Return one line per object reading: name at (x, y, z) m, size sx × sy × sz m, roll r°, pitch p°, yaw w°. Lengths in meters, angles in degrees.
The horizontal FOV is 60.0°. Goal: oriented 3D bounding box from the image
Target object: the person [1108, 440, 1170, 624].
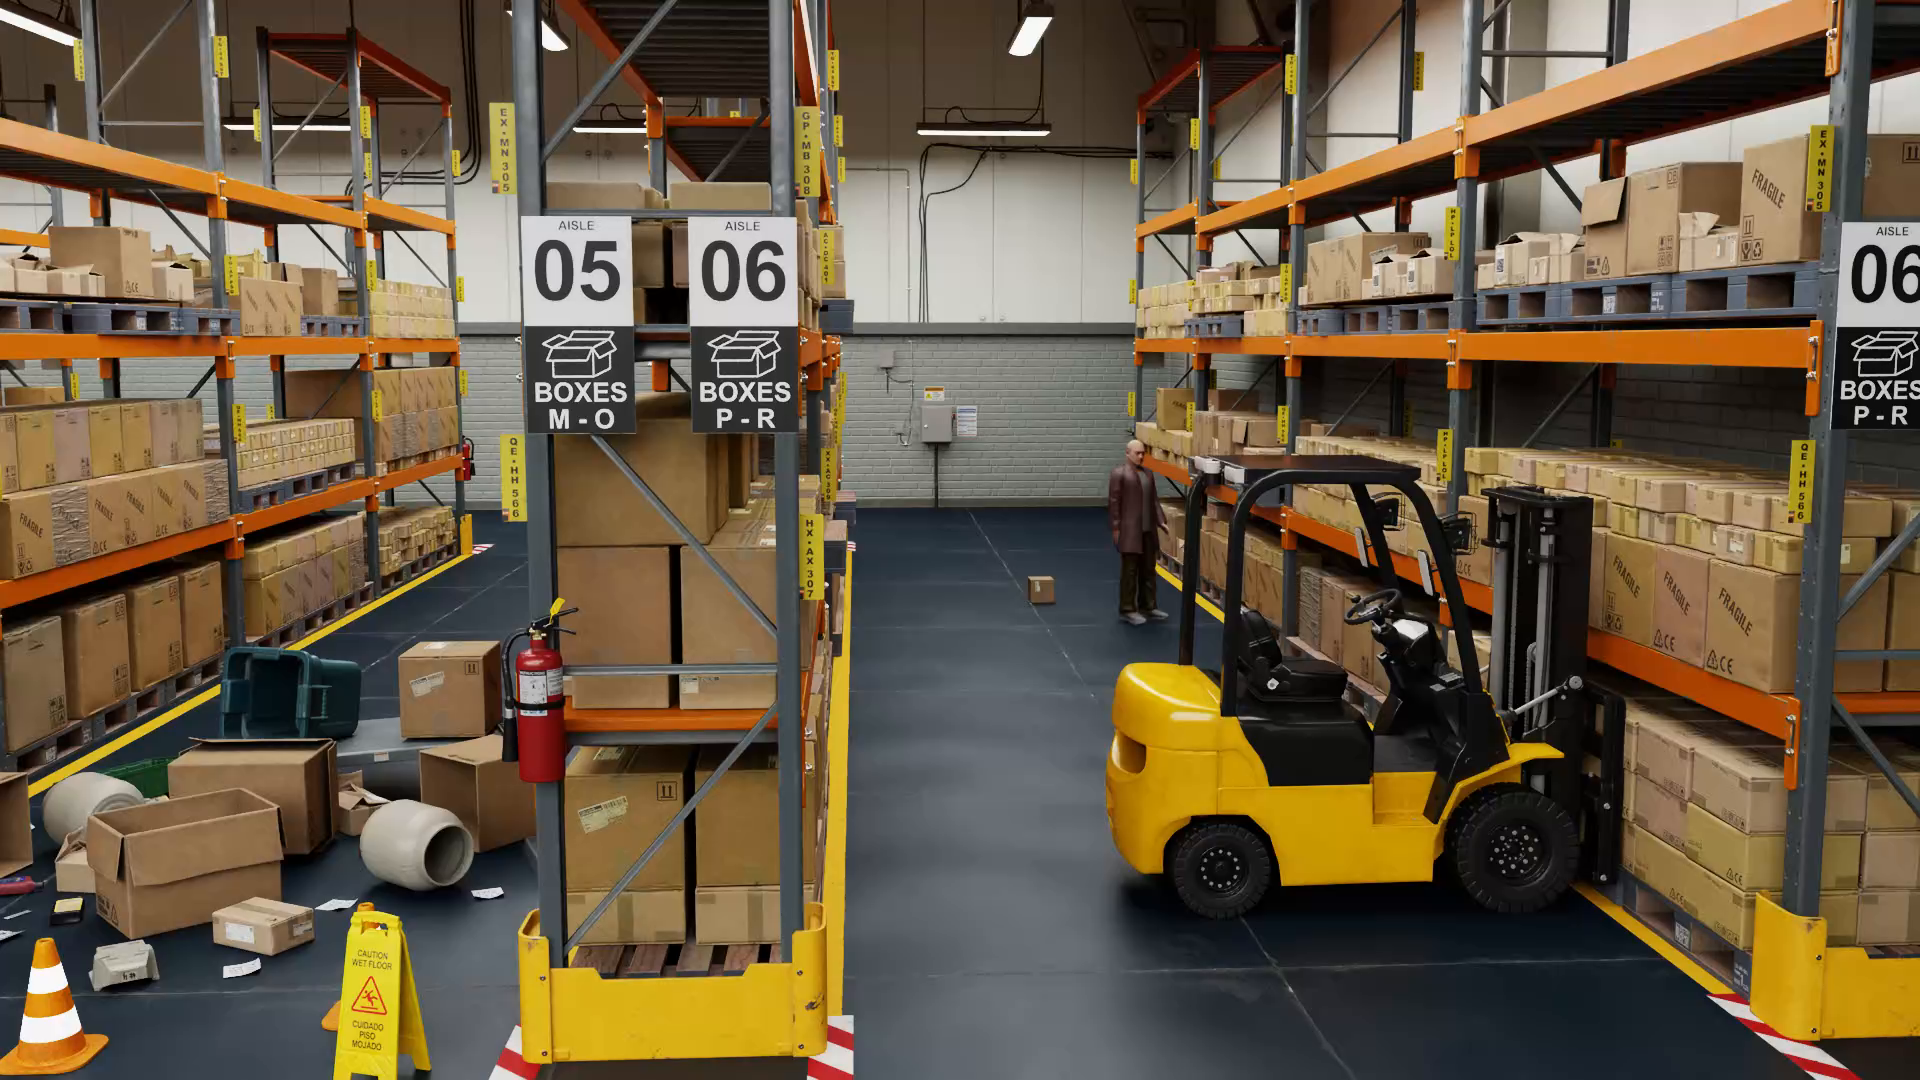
person at (1.783, -0.088, 16.374) m, size 0.582 × 1.790 × 0.471 m, roll -5°, pitch 9°, yaw -39°
